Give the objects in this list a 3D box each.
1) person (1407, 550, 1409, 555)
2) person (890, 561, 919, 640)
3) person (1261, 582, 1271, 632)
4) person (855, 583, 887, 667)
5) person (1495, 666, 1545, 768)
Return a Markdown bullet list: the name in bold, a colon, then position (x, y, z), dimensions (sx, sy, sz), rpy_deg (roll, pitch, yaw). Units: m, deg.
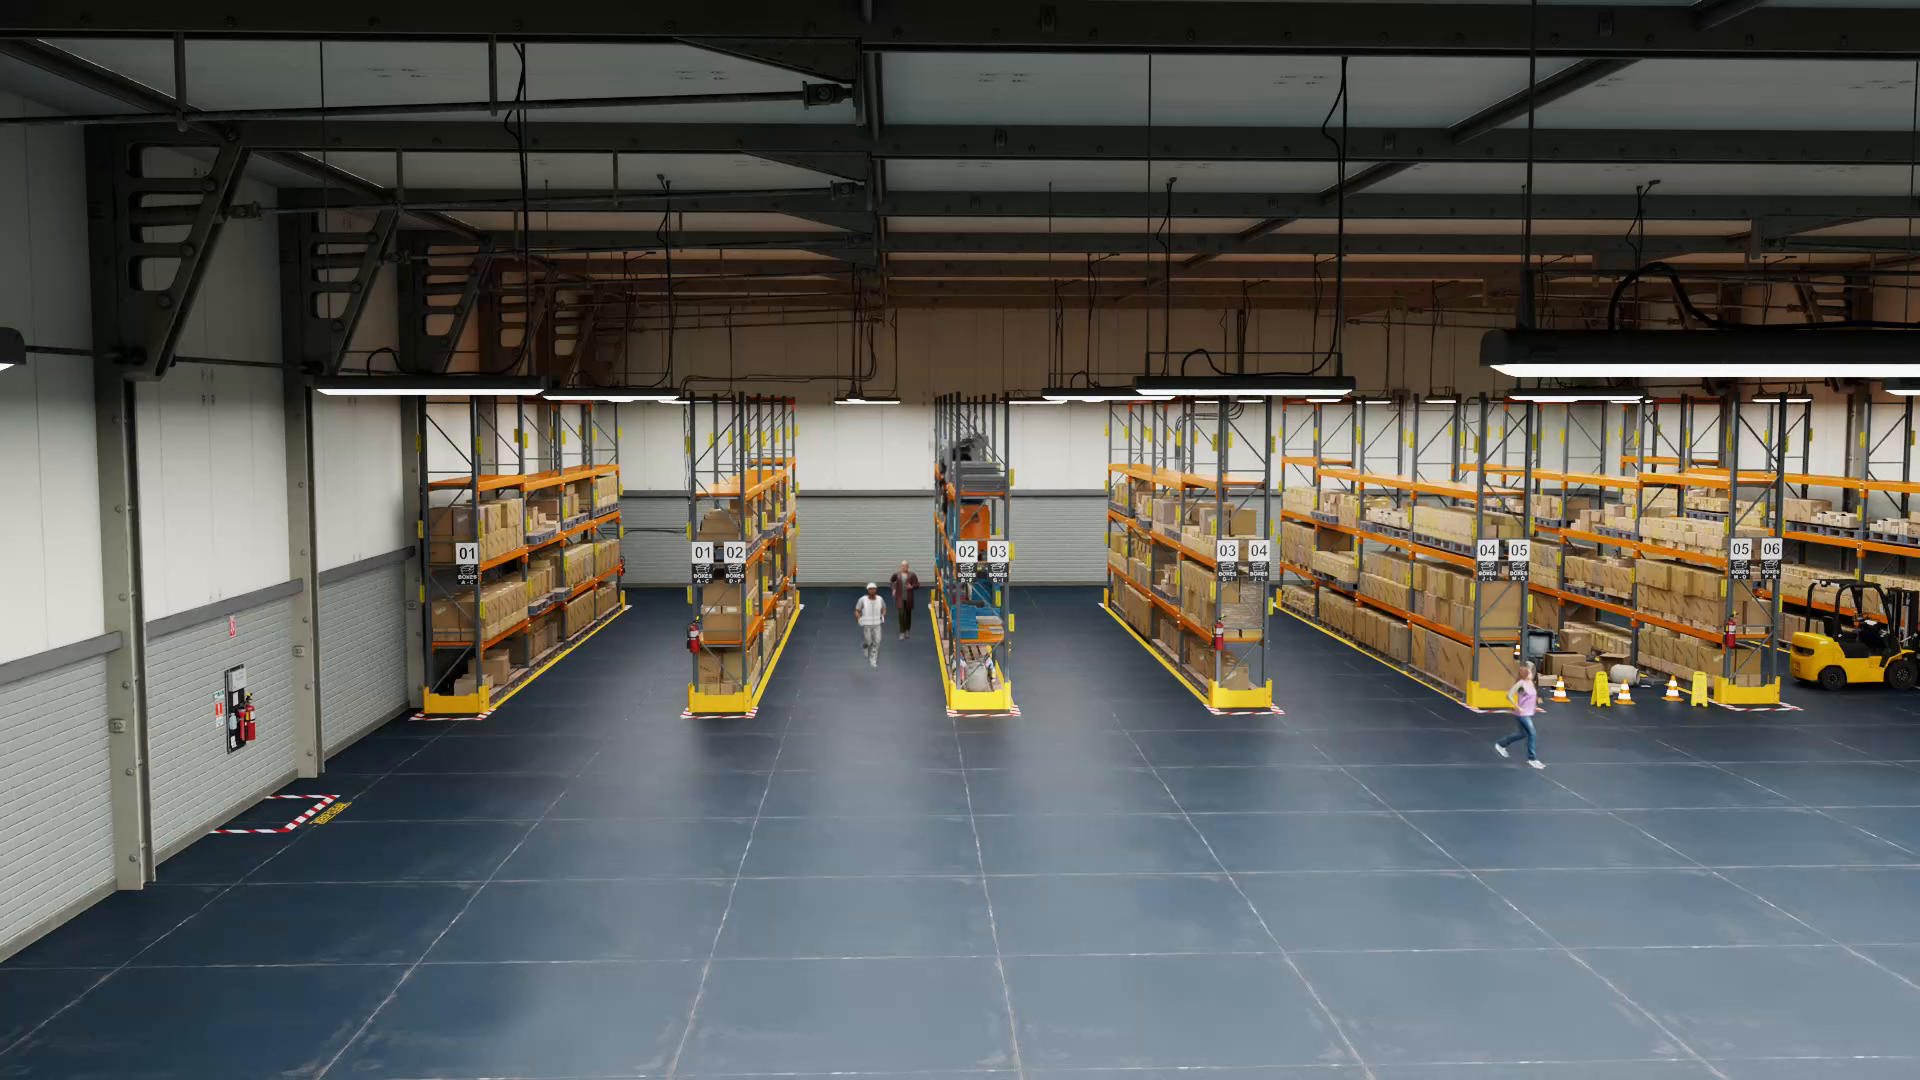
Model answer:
- **person**: position (13.401, 0.986, 49.280), dimensions (0.615, 1.618, 0.645), rpy_deg (0, 5, 5)
- **person**: position (-1.304, 1.408, 39.109), dimensions (0.698, 1.832, 0.866), rpy_deg (0, 5, -2)
- **person**: position (7.607, 1.509, 41.989), dimensions (0.648, 1.677, 0.590), rpy_deg (-1, 5, -7)
- **person**: position (-1.854, 1.769, 34.892), dimensions (0.683, 1.747, 0.625), rpy_deg (-1, 5, -17)
- **person**: position (8.974, 2.800, 26.573), dimensions (0.815, 1.606, 0.526), rpy_deg (4, 6, 37)
